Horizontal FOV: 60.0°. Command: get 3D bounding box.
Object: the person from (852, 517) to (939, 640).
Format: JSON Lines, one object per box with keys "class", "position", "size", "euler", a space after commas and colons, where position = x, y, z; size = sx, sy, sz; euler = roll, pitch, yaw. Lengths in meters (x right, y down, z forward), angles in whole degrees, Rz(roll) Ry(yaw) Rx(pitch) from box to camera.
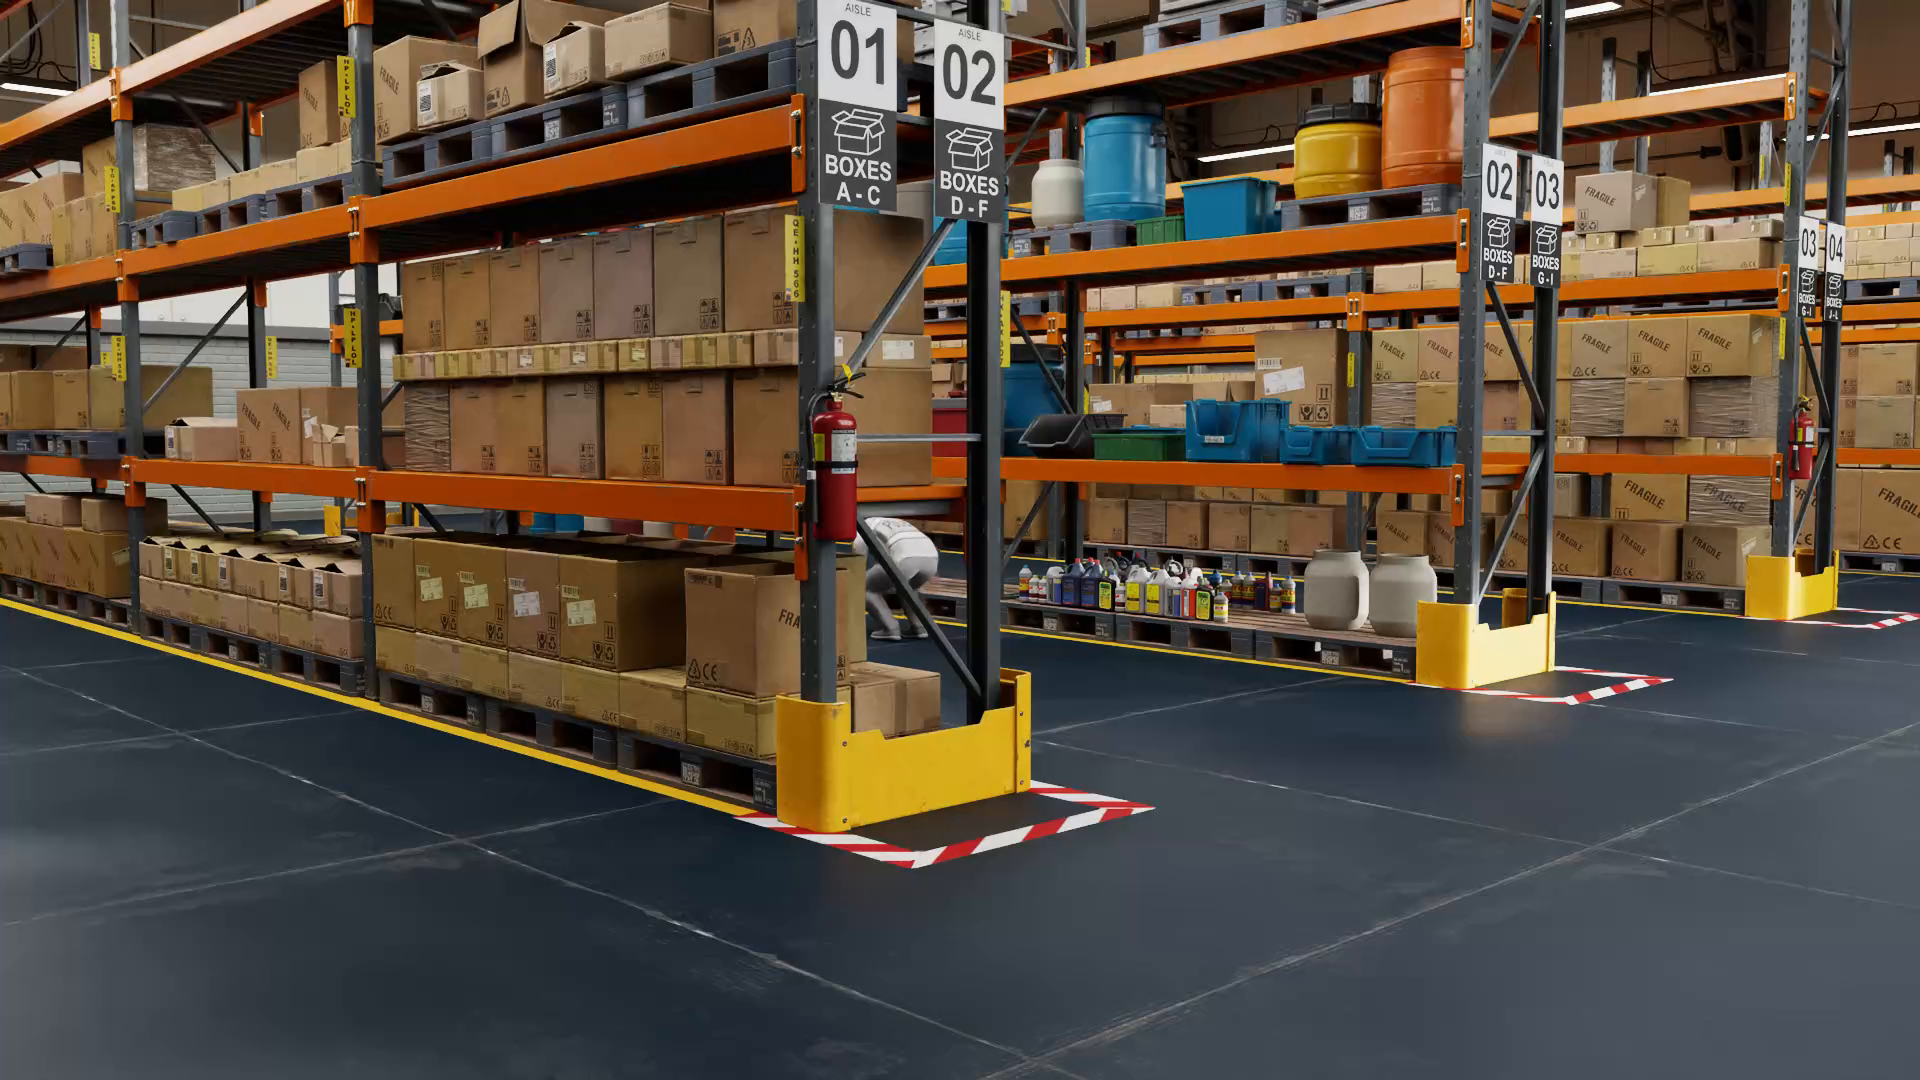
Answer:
{"class": "person", "position": [-0.533, 0.233, 12.208], "size": [0.465, 0.974, 0.900], "euler": [-3, 5, -37]}
